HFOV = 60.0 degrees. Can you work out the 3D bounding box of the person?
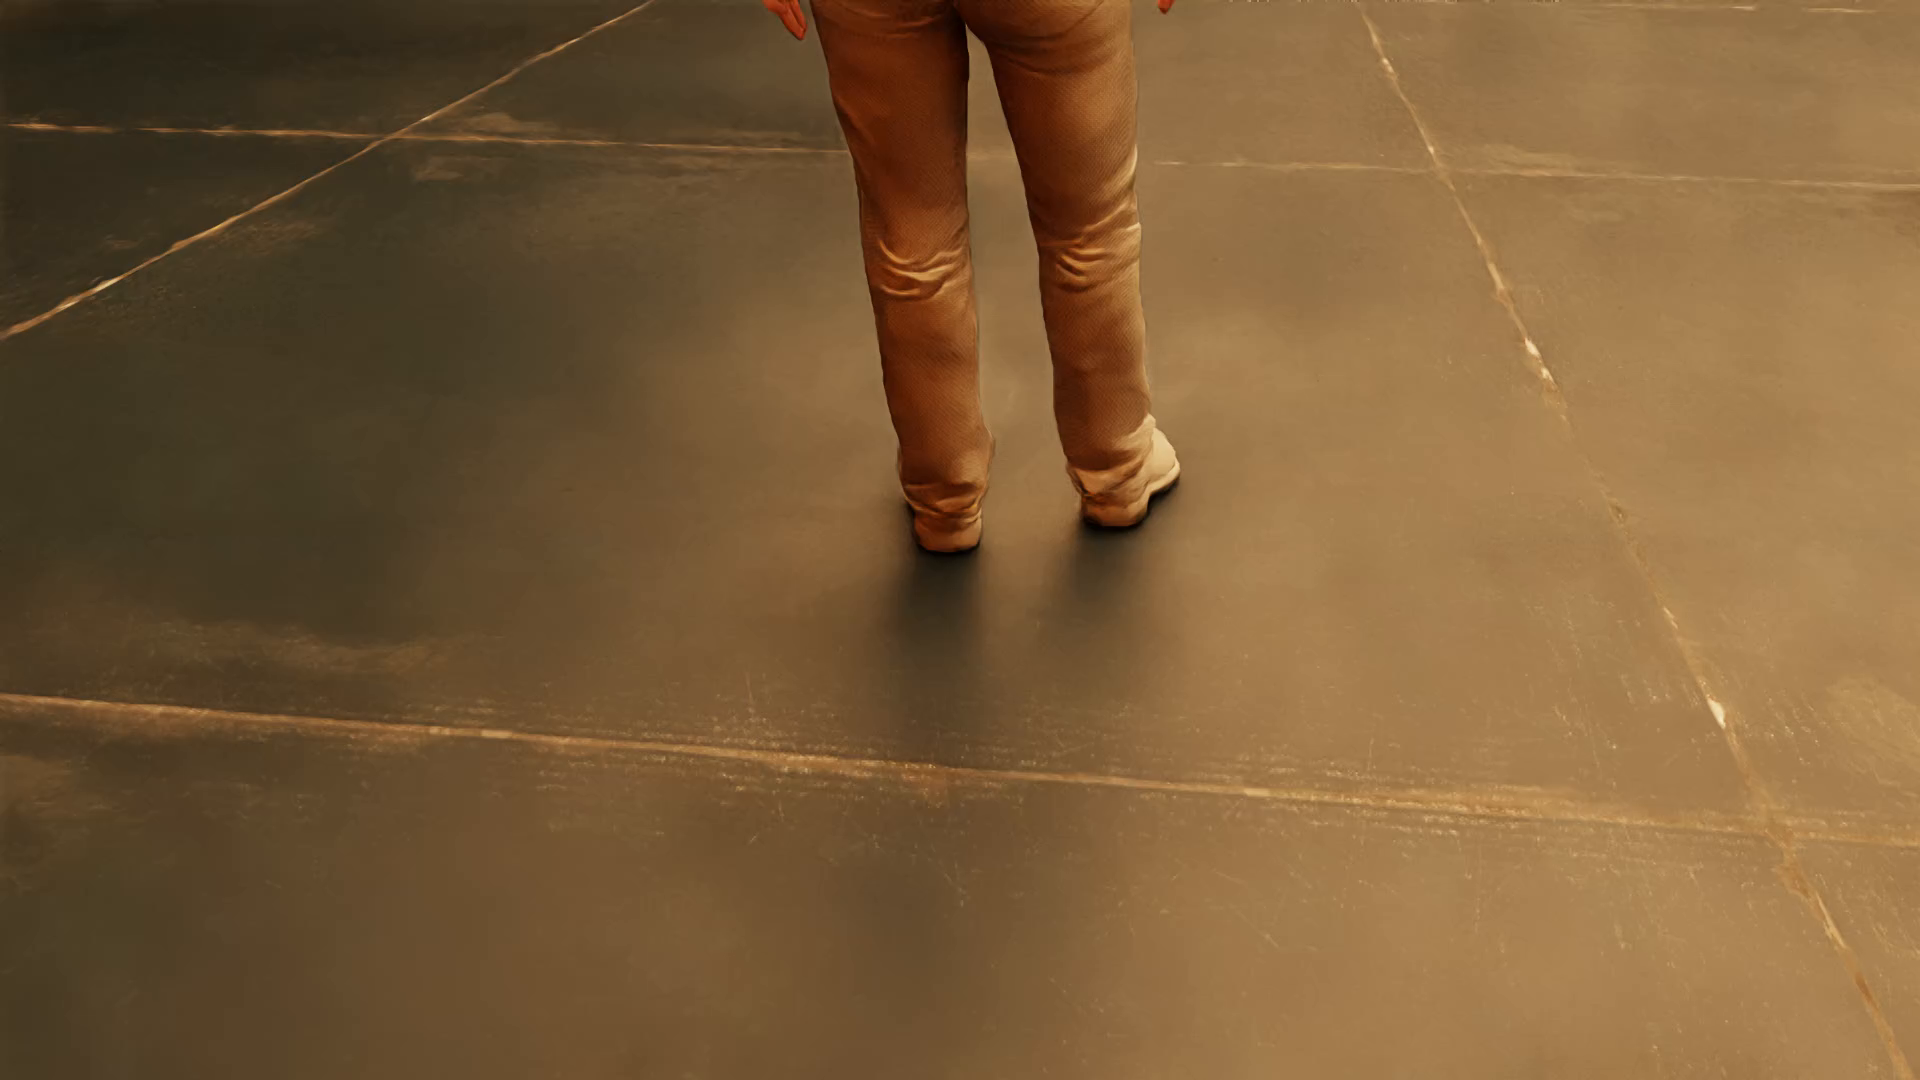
[{"bbox_3d":[0.016,-0.825,2.156,0.632,1.768,0.567,3,27,7],"label":"person"}]
